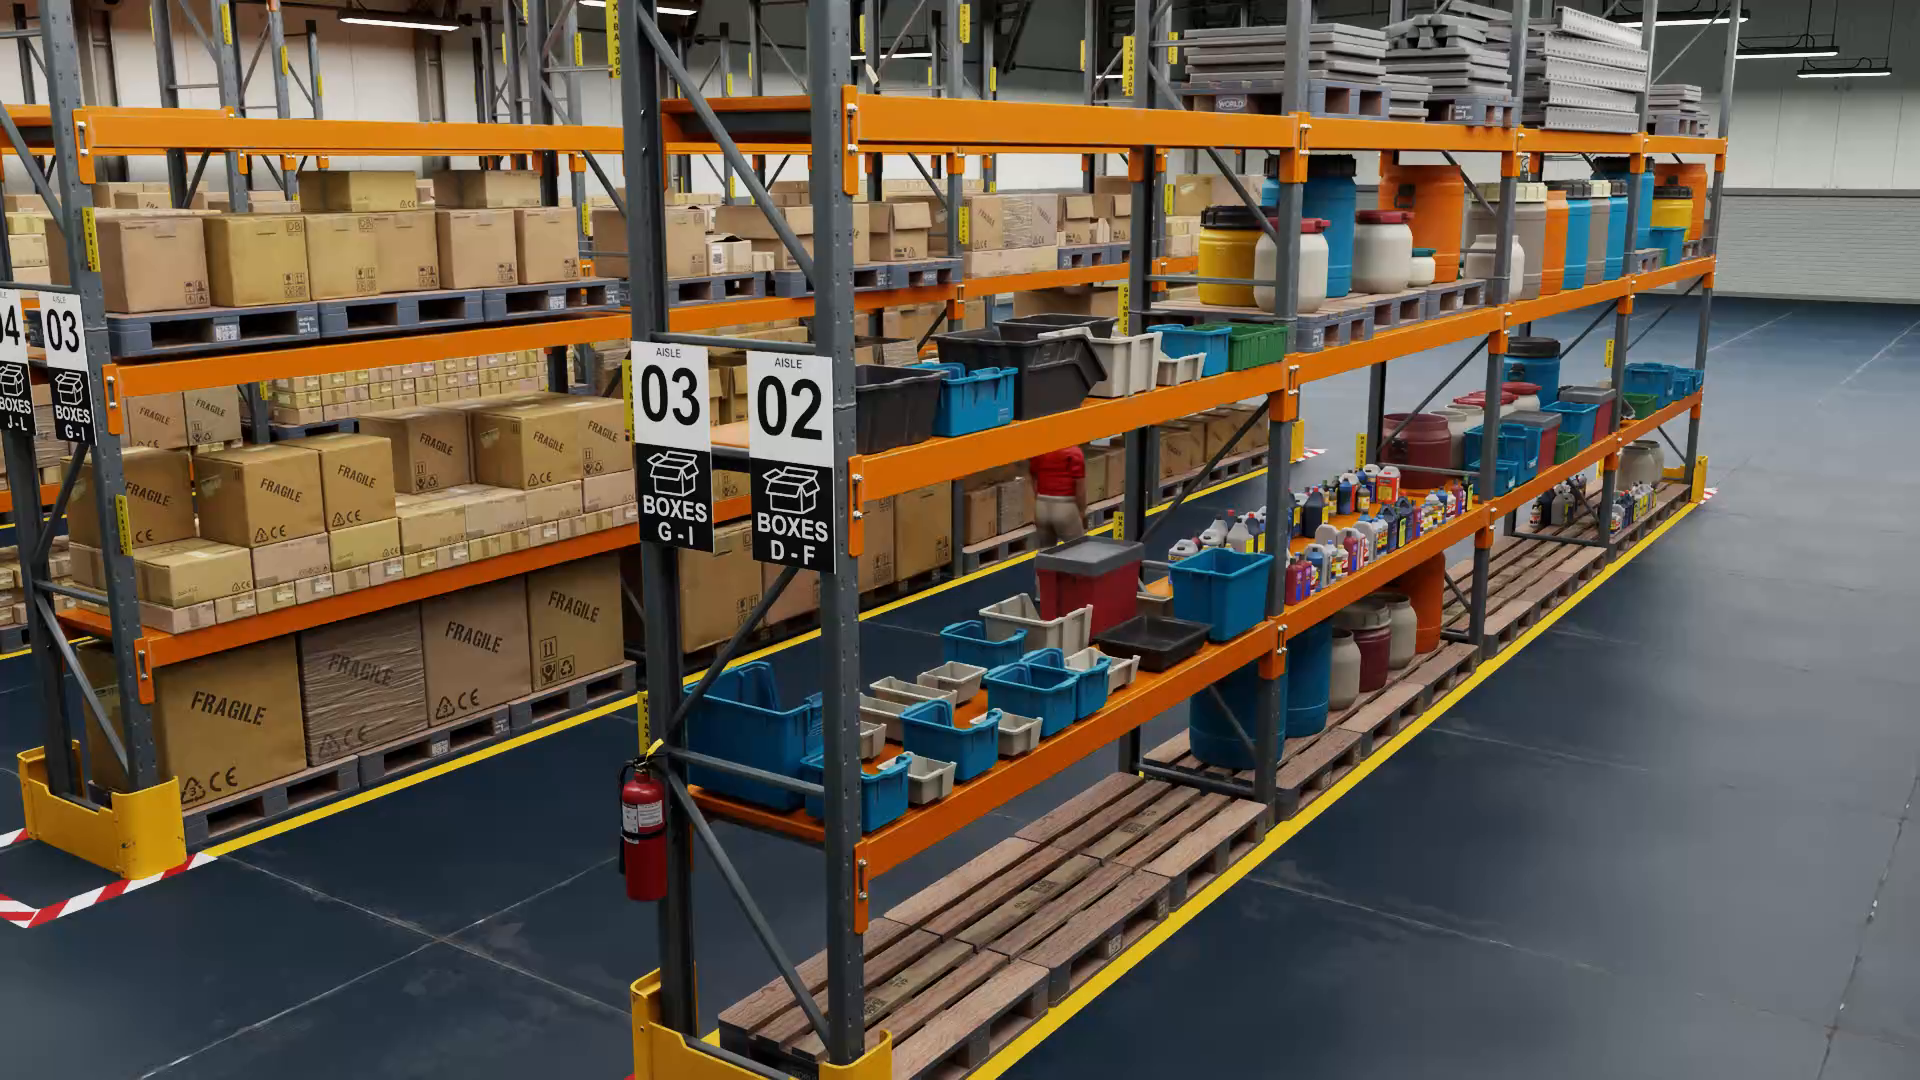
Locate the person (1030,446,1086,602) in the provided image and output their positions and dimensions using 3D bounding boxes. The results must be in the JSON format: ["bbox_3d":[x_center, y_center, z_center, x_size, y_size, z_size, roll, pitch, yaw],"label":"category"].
[{"bbox_3d":[0.863,-0.252,14.789,0.560,1.666,0.447,9,16,34],"label":"person"}]
